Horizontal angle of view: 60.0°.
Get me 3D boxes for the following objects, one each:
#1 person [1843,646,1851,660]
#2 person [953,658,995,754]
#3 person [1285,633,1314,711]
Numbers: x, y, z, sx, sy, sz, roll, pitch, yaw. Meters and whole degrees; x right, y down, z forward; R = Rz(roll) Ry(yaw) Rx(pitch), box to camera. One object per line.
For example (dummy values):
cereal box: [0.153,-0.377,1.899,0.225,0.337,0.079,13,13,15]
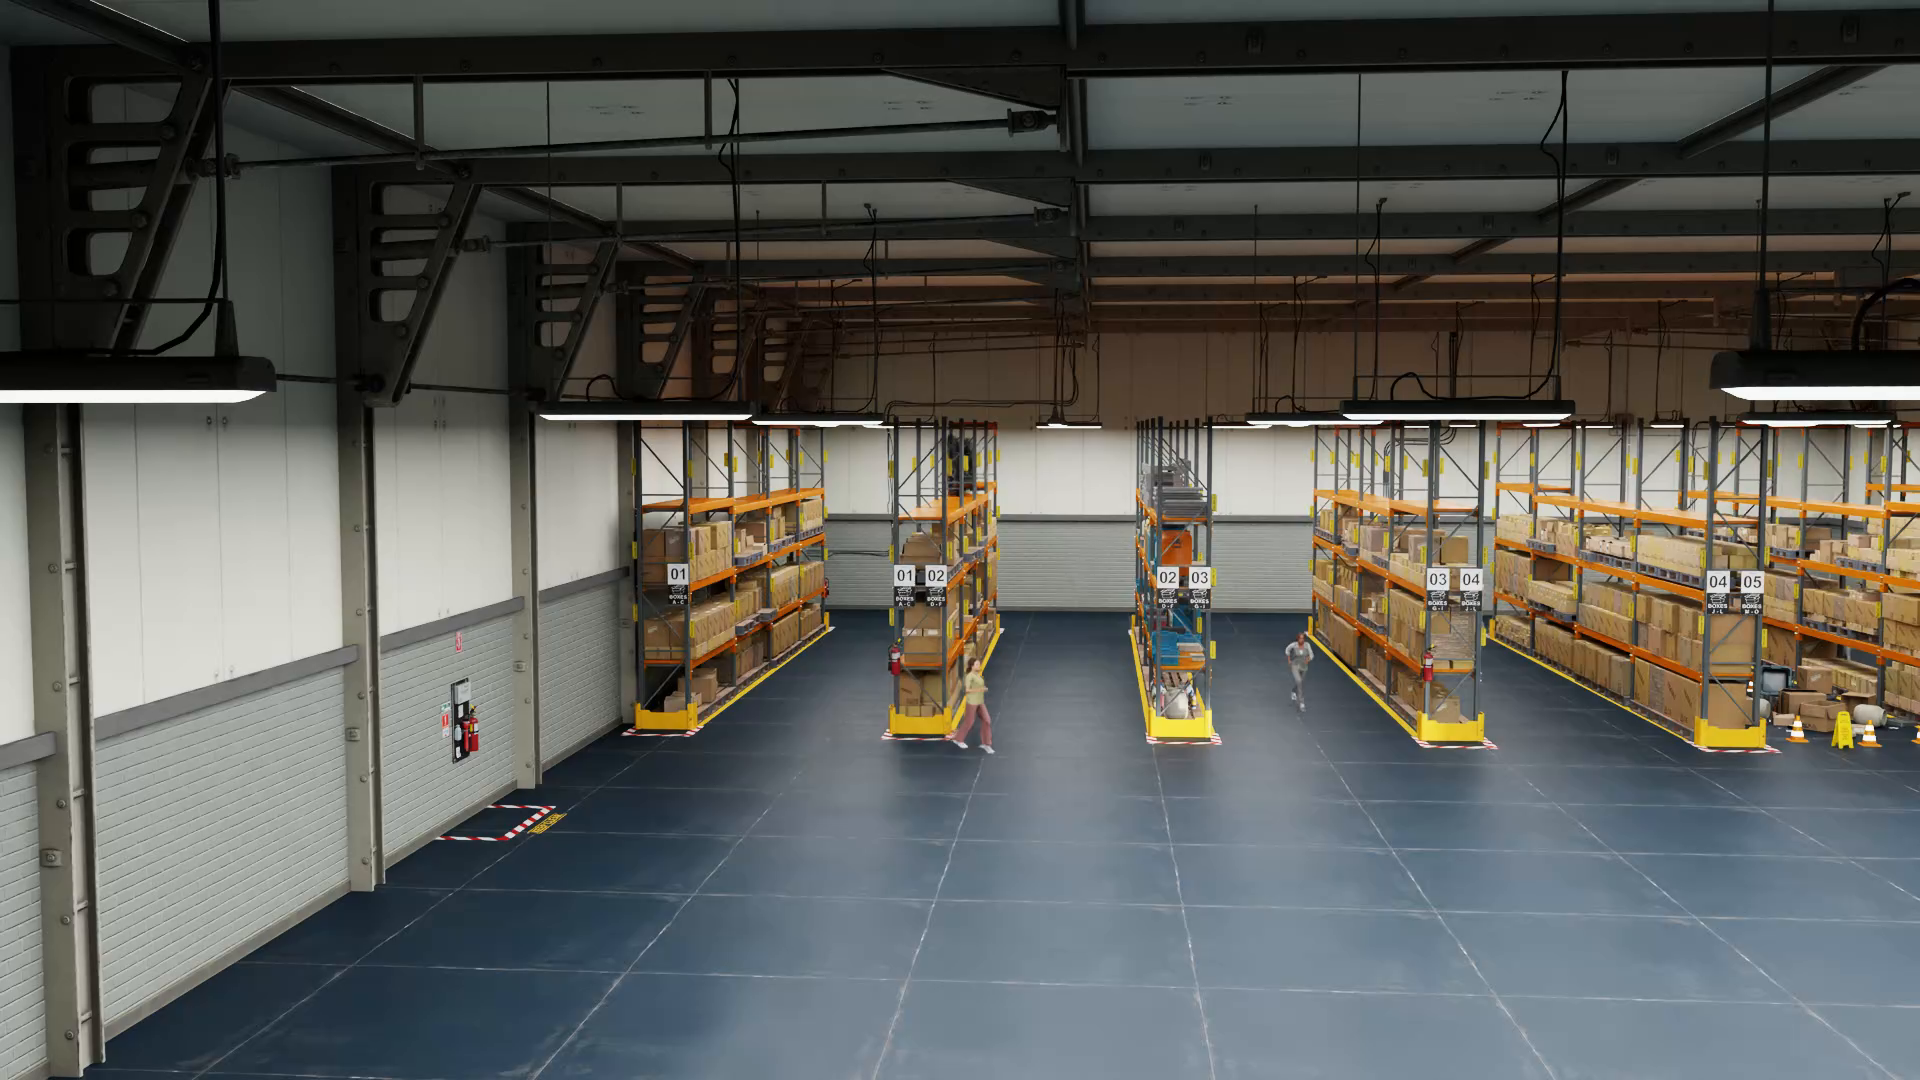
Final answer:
person: [21.674,2.174,40.928,0.630,1.811,0.827,0,4,7]
person: [0.226,2.951,29.630,0.818,1.723,0.565,2,4,33]
person: [7.029,2.688,34.485,0.540,1.588,0.982,0,4,-4]
